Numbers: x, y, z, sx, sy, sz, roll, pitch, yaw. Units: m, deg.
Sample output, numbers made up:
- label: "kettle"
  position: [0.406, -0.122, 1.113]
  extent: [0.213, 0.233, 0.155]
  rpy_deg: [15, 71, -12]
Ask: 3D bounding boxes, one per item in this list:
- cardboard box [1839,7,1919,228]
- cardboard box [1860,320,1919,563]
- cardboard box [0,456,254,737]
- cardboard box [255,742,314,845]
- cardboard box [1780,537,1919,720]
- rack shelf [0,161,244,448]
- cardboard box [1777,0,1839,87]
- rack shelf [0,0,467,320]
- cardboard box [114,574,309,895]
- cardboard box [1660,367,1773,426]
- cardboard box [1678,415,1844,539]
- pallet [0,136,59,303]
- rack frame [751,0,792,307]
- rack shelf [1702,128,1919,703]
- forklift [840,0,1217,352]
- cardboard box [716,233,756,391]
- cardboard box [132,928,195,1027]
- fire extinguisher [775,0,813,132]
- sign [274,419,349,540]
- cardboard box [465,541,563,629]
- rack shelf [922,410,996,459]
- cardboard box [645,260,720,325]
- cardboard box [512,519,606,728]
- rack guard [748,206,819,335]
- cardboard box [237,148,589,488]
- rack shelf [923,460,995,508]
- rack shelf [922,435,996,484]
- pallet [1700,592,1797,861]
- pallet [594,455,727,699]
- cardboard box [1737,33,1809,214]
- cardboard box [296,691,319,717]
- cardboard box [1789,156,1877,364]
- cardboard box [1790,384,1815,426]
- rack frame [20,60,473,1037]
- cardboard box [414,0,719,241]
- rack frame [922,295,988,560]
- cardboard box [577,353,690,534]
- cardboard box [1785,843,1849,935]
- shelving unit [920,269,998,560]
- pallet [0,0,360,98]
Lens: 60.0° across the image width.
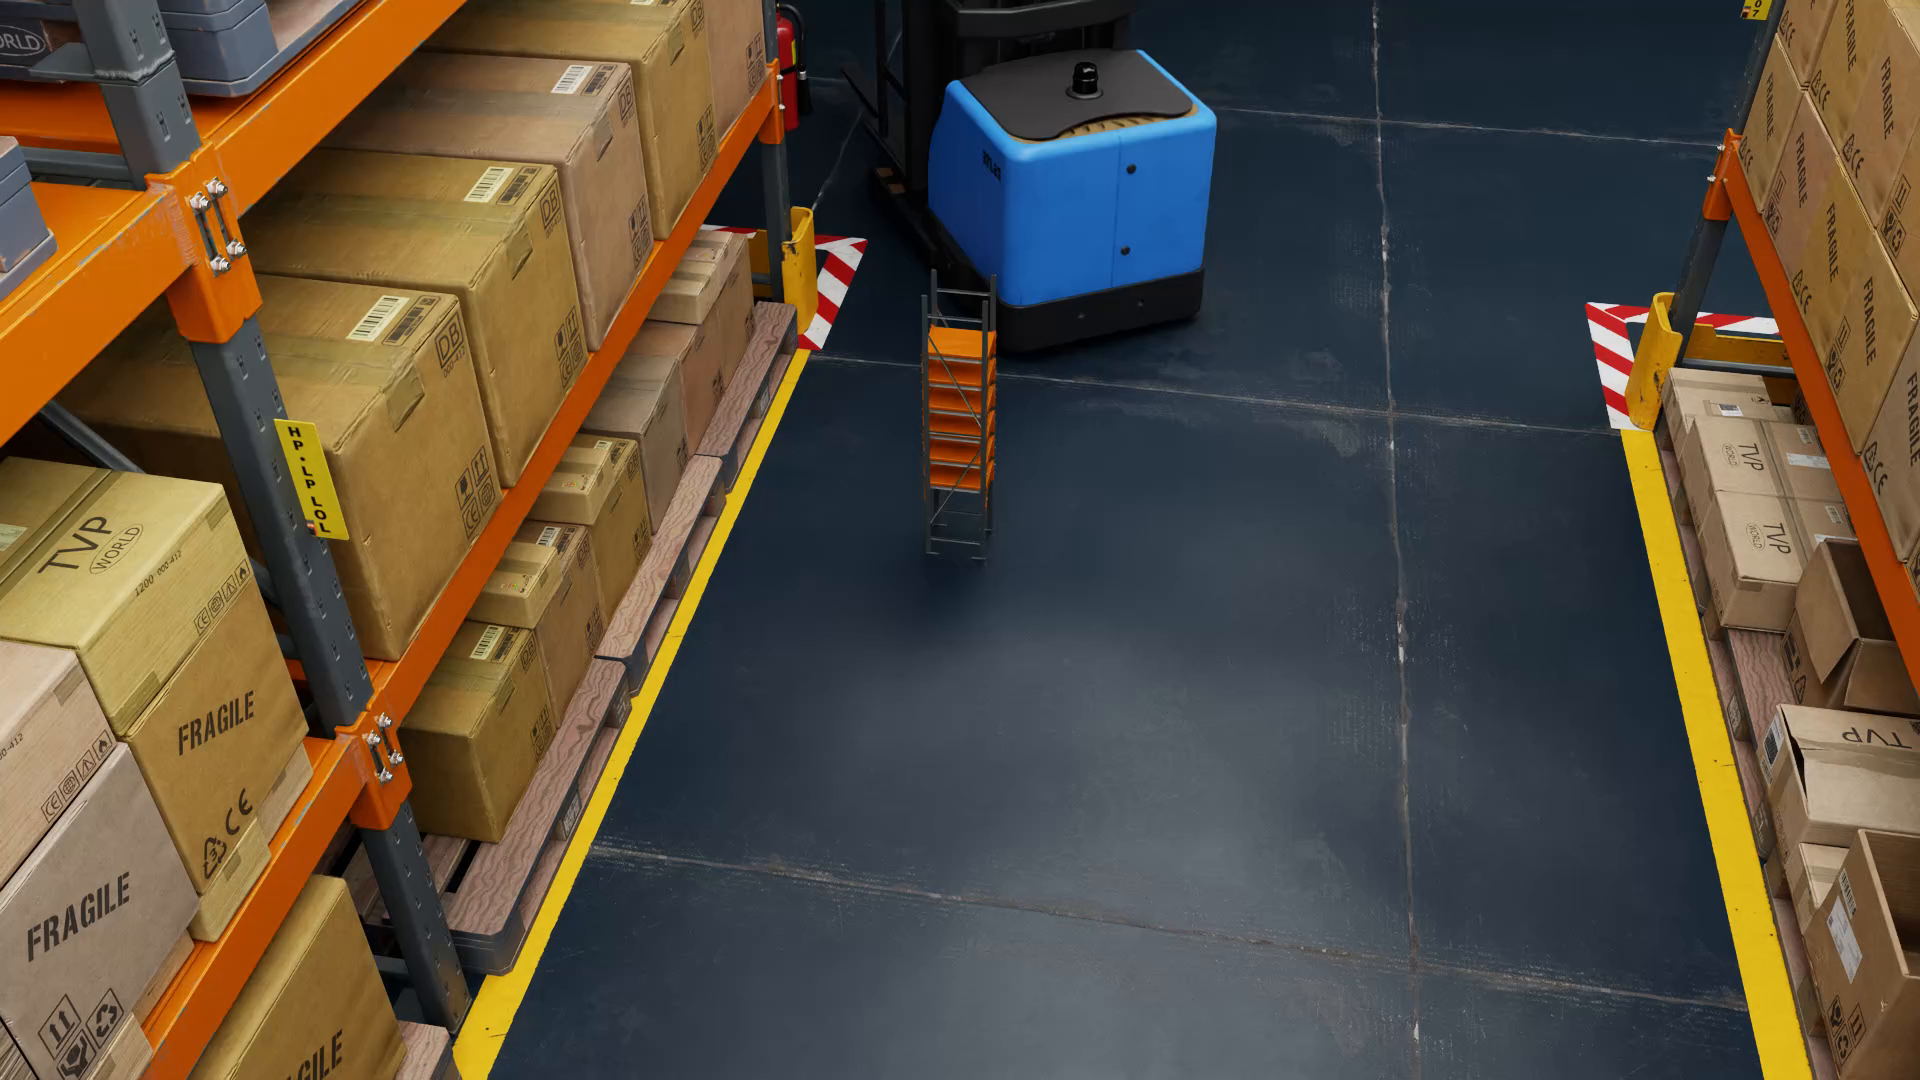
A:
- label: "cardboard box"
  position: [3.078, -1.268, 5.067]
  extent: [0.500, 0.500, 0.500]
  rpy_deg: [7, 40, 8]
- label: "cardboard box"
  position: [2.905, -0.253, 4.623]
  extent: [0.500, 0.500, 0.500]
  rpy_deg: [7, 40, 9]
- label: "cardboard box"
  position: [-1.812, 0.102, 3.357]
  extent: [0.500, 0.250, 0.500]
  rpy_deg: [7, 40, 9]
- label: "cardboard box"
  position: [-1.763, 0.563, 3.897]
  extent: [0.380, 0.149, 0.250]
  rpy_deg: [7, 40, 8]
- label: "cardboard box"
  position: [3.216, 0.387, 5.542]
  extent: [0.797, 0.503, 0.637]
  rpy_deg: [6, 40, 8]
- label: "rack shelf"
  position: [-2.329, 0.607, 1.873]
  extent: [1.077, 0.370, 4.000]
  rpy_deg: [6, 40, 8]
- label: "cardboard box"
  position: [3.252, -1.911, 5.844]
  extent: [0.500, 0.500, 0.500]
  rpy_deg: [8, 40, 9]
- label: "rack shelf"
  position: [-1.637, -1.904, 4.909]
  extent: [1.077, 0.370, 4.000]
  rpy_deg: [6, 40, 8]
- label: "cardboard box"
  position: [-1.815, 0.387, 3.600]
  extent: [0.500, 0.500, 0.500]
  rpy_deg: [6, 40, 7]
- label: "cardboard box"
  position: [3.178, -0.582, 6.992]
  extent: [0.380, 0.149, 0.250]
  rpy_deg: [6, 40, 8]
- label: "cardboard box"
  position: [3.129, -0.222, 6.477]
  extent: [0.500, 0.250, 0.500]
  rpy_deg: [6, 40, 8]
- label: "pallet"
  position: [-2.093, -0.271, 2.520]
  extent: [0.805, 0.209, 1.217]
  rpy_deg: [5, 40, 6]
- label: "rack frame"
  position: [-1.291, -2.280, 7.154]
  extent: [1.000, 3.000, 0.127]
  rpy_deg: [6, 40, 8]
- label: "rack shelf"
  position: [3.242, -0.204, 5.207]
  extent: [1.077, 0.370, 4.000]
  rpy_deg: [6, 40, 8]
- label: "forklift"
  position: [0.155, -2.942, 8.009]
  extent: [1.130, 2.935, 3.031]
  rpy_deg: [-14, 42, -16]
- label: "cardboard box"
  position: [-1.314, -1.028, 7.272]
  extent: [0.700, 0.500, 0.500]
  rpy_deg: [6, 40, 8]
- label: "cardboard box"
  position: [-1.873, 0.881, 3.511]
  extent: [0.380, 0.149, 0.250]
  rpy_deg: [8, 40, 9]
- label: "fire extinguisher"
  position: [-0.810, -2.150, 7.350]
  extent: [0.296, 0.674, 0.183]
  rpy_deg: [6, 40, 8]
- label: "sign"
  position: [-1.447, -0.132, 3.709]
  extent: [0.100, 0.325, 0.005]
  rpy_deg: [6, 40, 8]
- label: "cardboard box"
  position: [-1.514, 0.129, 5.363]
  extent: [0.380, 0.149, 0.250]
  rpy_deg: [8, 40, 9]
- label: "rack shelf"
  position: [-0.002, -0.419, 6.385]
  extent: [0.258, 0.103, 0.180]
  rpy_deg: [6, 40, 8]
- label: "cardboard box"
  position: [-1.200, -1.017, 6.749]
  extent: [0.380, 0.149, 0.250]
  rpy_deg: [7, 40, 9]
- label: "cardboard box"
  position: [-1.663, 0.259, 5.715]
  extent: [0.700, 0.500, 0.500]
  rpy_deg: [6, 40, 7]
- label: "rack guard"
  position: [-1.287, -1.332, 7.968]
  extent: [1.175, 0.500, 0.348]
  rpy_deg: [6, 40, 8]
- label: "cardboard box"
  position: [-1.742, -0.681, 4.985]
  extent: [0.980, 0.700, 0.700]
  rpy_deg: [5, 40, 7]
- label: "rack shelf"
  position: [-0.002, -0.234, 6.538]
  extent: [0.258, 0.103, 0.180]
  rpy_deg: [6, 40, 8]
- label: "rack shelf"
  position: [-0.002, -0.327, 6.461]
  extent: [0.258, 0.103, 0.180]
  rpy_deg: [6, 40, 8]
- label: "pallet"
  position: [3.225, 0.650, 5.798]
  extent: [1.003, 0.211, 1.213]
  rpy_deg: [6, 40, 8]
- label: "pallet"
  position: [-1.566, 0.069, 6.501]
  extent: [1.003, 0.211, 1.213]
  rpy_deg: [6, 40, 8]
- label: "cardboard box"
  position: [3.252, -1.525, 6.162]
  extent: [0.500, 0.500, 0.500]
  rpy_deg: [7, 40, 9]
- label: "cardboard box"
  position: [-1.974, 0.393, 5.044]
  extent: [0.380, 0.149, 0.250]
  rpy_deg: [6, 40, 7]
- label: "cardboard box"
  position: [3.078, -0.886, 5.389]
  extent: [0.500, 0.500, 0.500]
  rpy_deg: [6, 40, 8]
- label: "cardboard box"
  position: [3.737, -0.574, 6.707]
  extent: [0.500, 0.500, 0.500]
  rpy_deg: [6, 40, 8]
- label: "rack frame"
  position: [-1.983, 0.230, 4.117]
  extent: [1.000, 3.000, 0.127]
  rpy_deg: [6, 40, 8]
- label: "cardboard box"
  position: [-1.484, -1.617, 6.116]
  extent: [0.980, 0.700, 0.700]
  rpy_deg: [6, 40, 7]
- label: "rack frame"
  position: [-0.018, -0.396, 6.287]
  extent: [0.240, 1.200, 0.006]
  rpy_deg: [6, 40, 8]
- label: "cardboard box"
  position: [-1.487, -0.398, 6.510]
  extent: [0.700, 0.500, 0.500]
  rpy_deg: [5, 40, 6]
- label: "cardboard box"
  position: [2.721, 1.073, 4.991]
  extent: [0.380, 0.149, 0.250]
  rpy_deg: [6, 40, 8]
- label: "shelving unit"
  position: [-0.002, -0.453, 6.357]
  extent: [0.258, 1.200, 0.189]
  rpy_deg: [6, 40, 8]
- label: "pallet"
  position: [-1.831, -1.404, 3.809]
  extent: [1.003, 0.211, 1.213]
  rpy_deg: [6, 40, 8]
